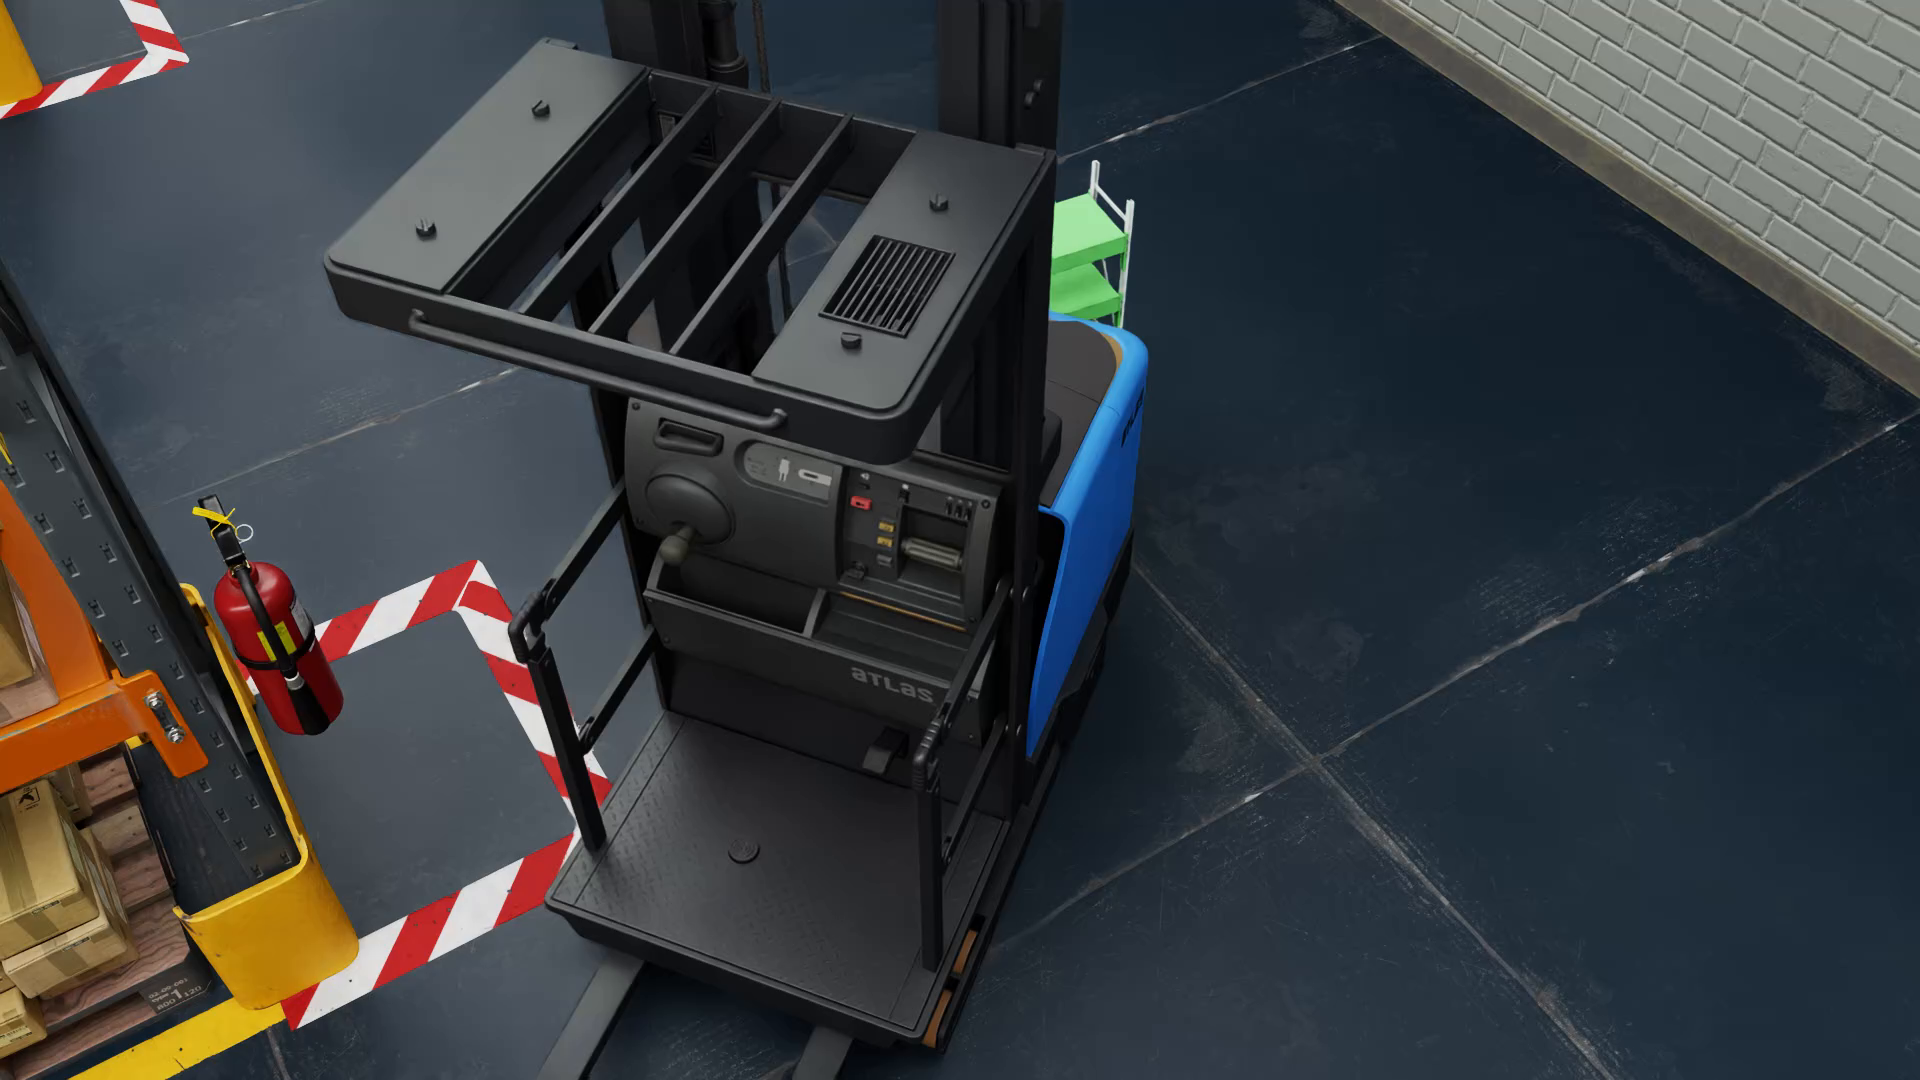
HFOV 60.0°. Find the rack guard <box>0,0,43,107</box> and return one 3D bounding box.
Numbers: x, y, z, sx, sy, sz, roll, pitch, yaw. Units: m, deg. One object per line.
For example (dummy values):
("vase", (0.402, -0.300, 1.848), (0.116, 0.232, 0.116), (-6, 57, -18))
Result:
("rack guard", (-4.612, -2.498, 7.640), (0.348, 0.500, 1.175), (-25, 53, -21))

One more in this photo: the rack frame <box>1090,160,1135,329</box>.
("rack frame", (0.473, -0.707, 5.576), (0.015, 1.200, 0.240), (-20, 51, -17))

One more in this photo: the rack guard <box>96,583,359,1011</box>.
("rack guard", (-2.136, 0.715, 4.779), (0.348, 0.500, 1.175), (-25, 53, -21))

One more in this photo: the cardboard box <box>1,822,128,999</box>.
("cardboard box", (-2.366, 0.953, 4.321), (0.250, 0.149, 0.380), (-27, 53, -22))

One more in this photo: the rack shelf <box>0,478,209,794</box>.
("rack shelf", (-3.763, 0.889, 3.431), (4.000, 0.370, 1.077), (-25, 53, -21))

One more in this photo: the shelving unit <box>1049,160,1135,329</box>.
("shelving unit", (0.253, -0.627, 5.505), (0.503, 1.200, 0.258), (-20, 51, -17))

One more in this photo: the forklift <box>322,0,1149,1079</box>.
("forklift", (-0.436, 0.037, 3.754), (1.130, 2.935, 3.031), (16, 50, 14))

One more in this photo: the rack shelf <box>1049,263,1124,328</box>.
("rack shelf", (0.253, -0.744, 5.373), (0.480, 0.148, 0.258), (-20, 51, -17))

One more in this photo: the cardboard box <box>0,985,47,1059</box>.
("cardboard box", (-2.569, 1.169, 4.328), (0.250, 0.149, 0.380), (-24, 52, -20))

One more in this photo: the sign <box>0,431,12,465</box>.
("sign", (-1.792, -0.279, 3.003), (0.005, 0.325, 0.100), (-25, 53, -21))

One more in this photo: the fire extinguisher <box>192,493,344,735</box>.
("fire extinguisher", (-1.612, 0.194, 3.870), (0.183, 0.674, 0.296), (-25, 53, -21))

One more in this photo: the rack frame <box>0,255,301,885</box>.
("rack frame", (-2.072, -0.147, 3.872), (0.127, 3.000, 1.000), (-25, 53, -21))

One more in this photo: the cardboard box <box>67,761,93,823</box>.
("cardboard box", (-2.686, 0.668, 4.774), (0.250, 0.149, 0.380), (-24, 53, -20))

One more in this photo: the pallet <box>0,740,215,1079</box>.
("pallet", (-2.842, 1.112, 4.618), (1.213, 0.211, 1.003), (-25, 53, -21))

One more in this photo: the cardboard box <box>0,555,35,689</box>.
("cardboard box", (-2.314, 0.062, 3.420), (0.500, 0.500, 0.500), (-24, 53, -20))

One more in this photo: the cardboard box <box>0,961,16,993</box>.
("cardboard box", (-2.616, 1.023, 4.259), (0.250, 0.149, 0.380), (-26, 53, -22))

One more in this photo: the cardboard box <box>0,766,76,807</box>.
("cardboard box", (-2.652, 0.609, 4.628), (0.250, 0.149, 0.380), (-23, 52, -19))

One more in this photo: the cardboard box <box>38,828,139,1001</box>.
("cardboard box", (-2.406, 1.003, 4.476), (0.250, 0.149, 0.380), (-24, 53, -20))

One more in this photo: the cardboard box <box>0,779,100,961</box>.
("cardboard box", (-2.384, 0.835, 4.228), (0.250, 0.149, 0.380), (-25, 53, -20))

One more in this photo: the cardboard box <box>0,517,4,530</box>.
("cardboard box", (-2.520, -0.141, 4.036), (0.250, 0.149, 0.380), (-26, 53, -21))

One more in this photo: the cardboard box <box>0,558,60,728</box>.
("cardboard box", (-2.197, 0.245, 3.691), (0.250, 0.149, 0.380), (-25, 53, -21))

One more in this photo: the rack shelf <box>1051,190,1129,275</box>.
("rack shelf", (0.253, -0.904, 5.194), (0.480, 0.148, 0.258), (-20, 51, -17))
